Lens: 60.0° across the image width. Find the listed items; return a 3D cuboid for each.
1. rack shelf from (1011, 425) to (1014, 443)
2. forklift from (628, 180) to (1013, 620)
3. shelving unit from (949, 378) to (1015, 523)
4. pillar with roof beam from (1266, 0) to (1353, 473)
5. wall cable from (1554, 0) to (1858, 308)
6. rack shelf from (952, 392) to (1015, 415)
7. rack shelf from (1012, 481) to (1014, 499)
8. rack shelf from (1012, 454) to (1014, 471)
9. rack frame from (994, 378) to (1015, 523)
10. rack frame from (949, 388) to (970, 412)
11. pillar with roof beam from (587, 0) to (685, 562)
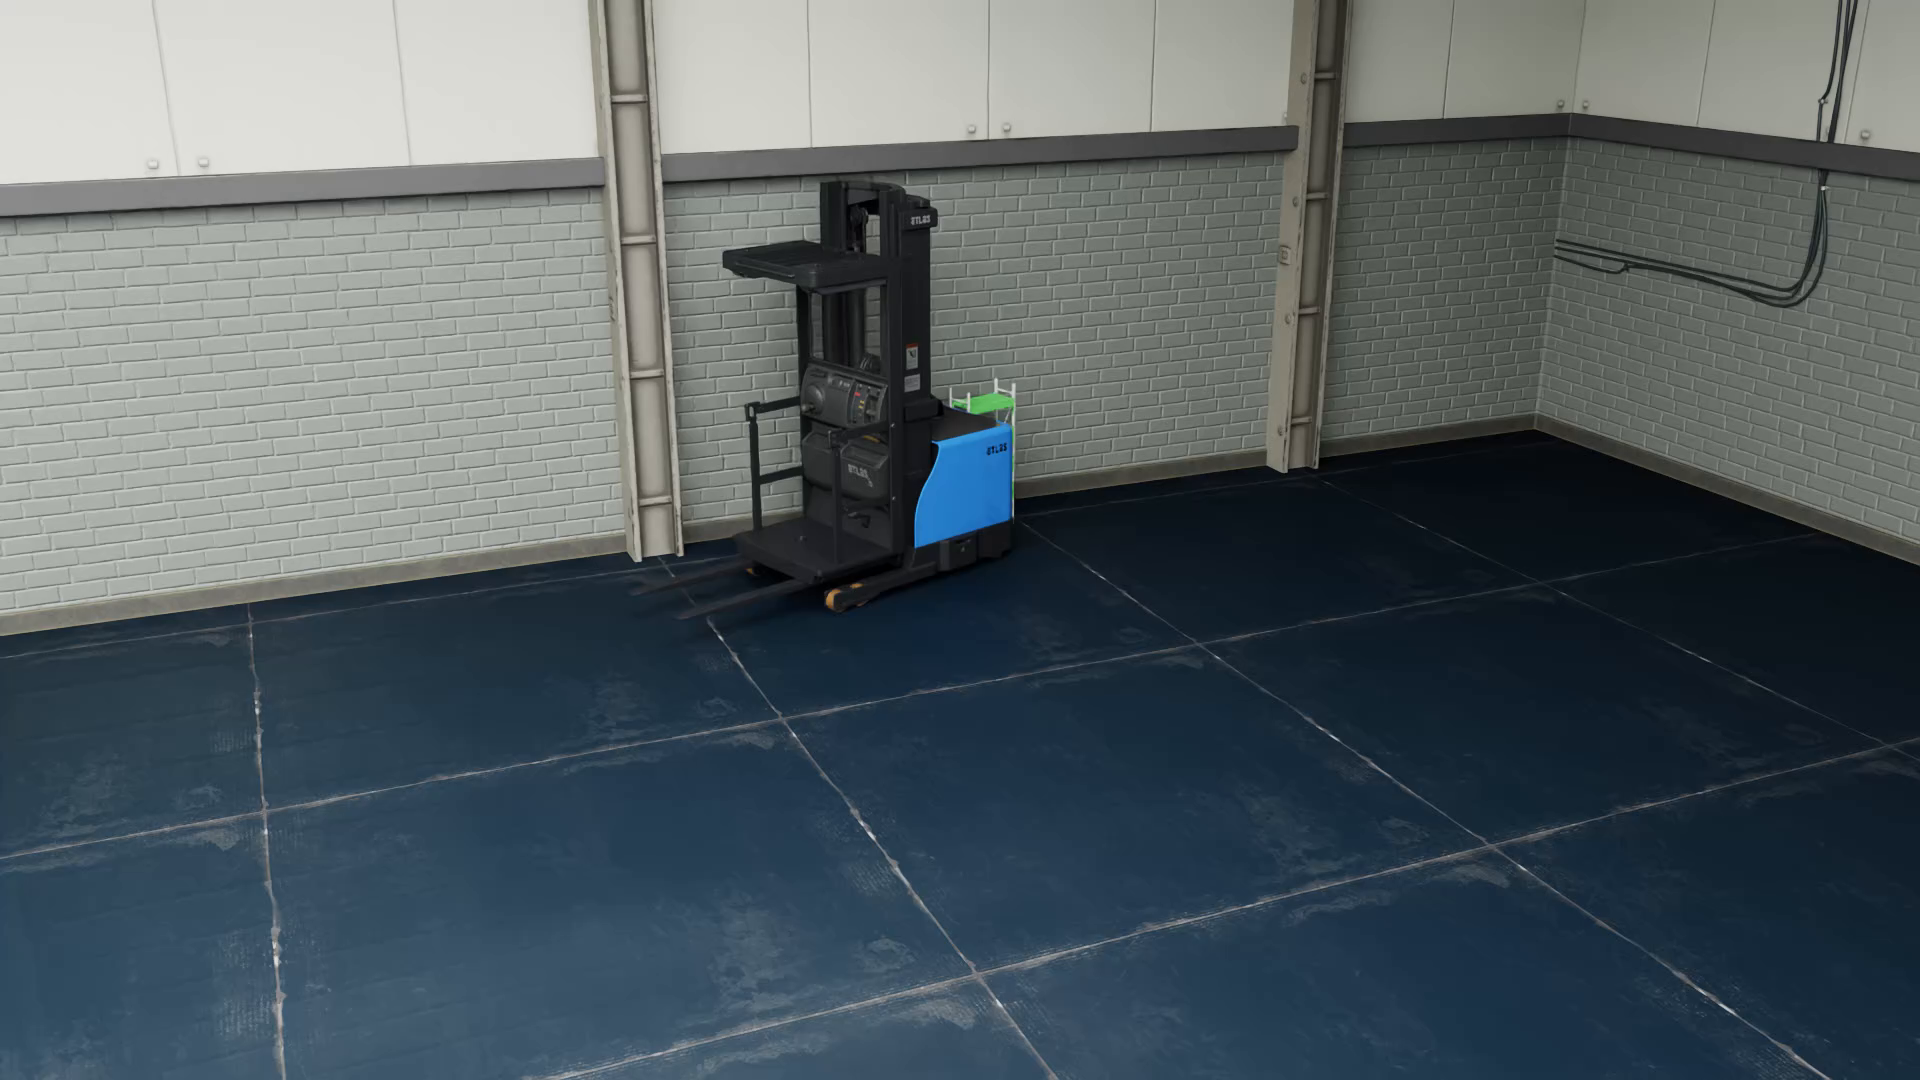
[{"bbox_3d":[0.182,-0.848,13.595,0.480,0.148,0.258,-16,25,-38],"label":"rack shelf"},{"bbox_3d":[-1.011,-1.054,12.102,3.031,2.935,1.130,-17,25,-39],"label":"forklift"},{"bbox_3d":[0.182,-0.682,13.653,0.503,1.200,0.258,-16,25,-38],"label":"shelving unit"},{"bbox_3d":[4.790,-3.619,10.252,0.400,9.000,9.100,-8,21,-22],"label":"pillar with roof beam"},{"bbox_3d":[6.314,-3.452,14.451,0.112,2.526,3.097,-8,21,-22],"label":"wall cable"},{"bbox_3d":[0.182,-1.075,13.515,0.480,0.148,0.258,-16,25,-38],"label":"rack shelf"},{"bbox_3d":[0.182,-0.396,13.754,0.480,0.148,0.258,-16,25,-38],"label":"rack shelf"},{"bbox_3d":[0.182,-0.622,13.675,0.480,0.148,0.258,-16,25,-38],"label":"rack shelf"},{"bbox_3d":[0.367,-0.735,13.803,0.015,1.200,0.240,-16,25,-38],"label":"rack frame"},{"bbox_3d":[-0.003,-0.630,13.503,0.015,1.200,0.240,-16,25,-38],"label":"rack frame"},{"bbox_3d":[-0.719,-2.830,8.010,0.400,9.000,9.100,-8,21,-22],"label":"pillar with roof beam"}]
